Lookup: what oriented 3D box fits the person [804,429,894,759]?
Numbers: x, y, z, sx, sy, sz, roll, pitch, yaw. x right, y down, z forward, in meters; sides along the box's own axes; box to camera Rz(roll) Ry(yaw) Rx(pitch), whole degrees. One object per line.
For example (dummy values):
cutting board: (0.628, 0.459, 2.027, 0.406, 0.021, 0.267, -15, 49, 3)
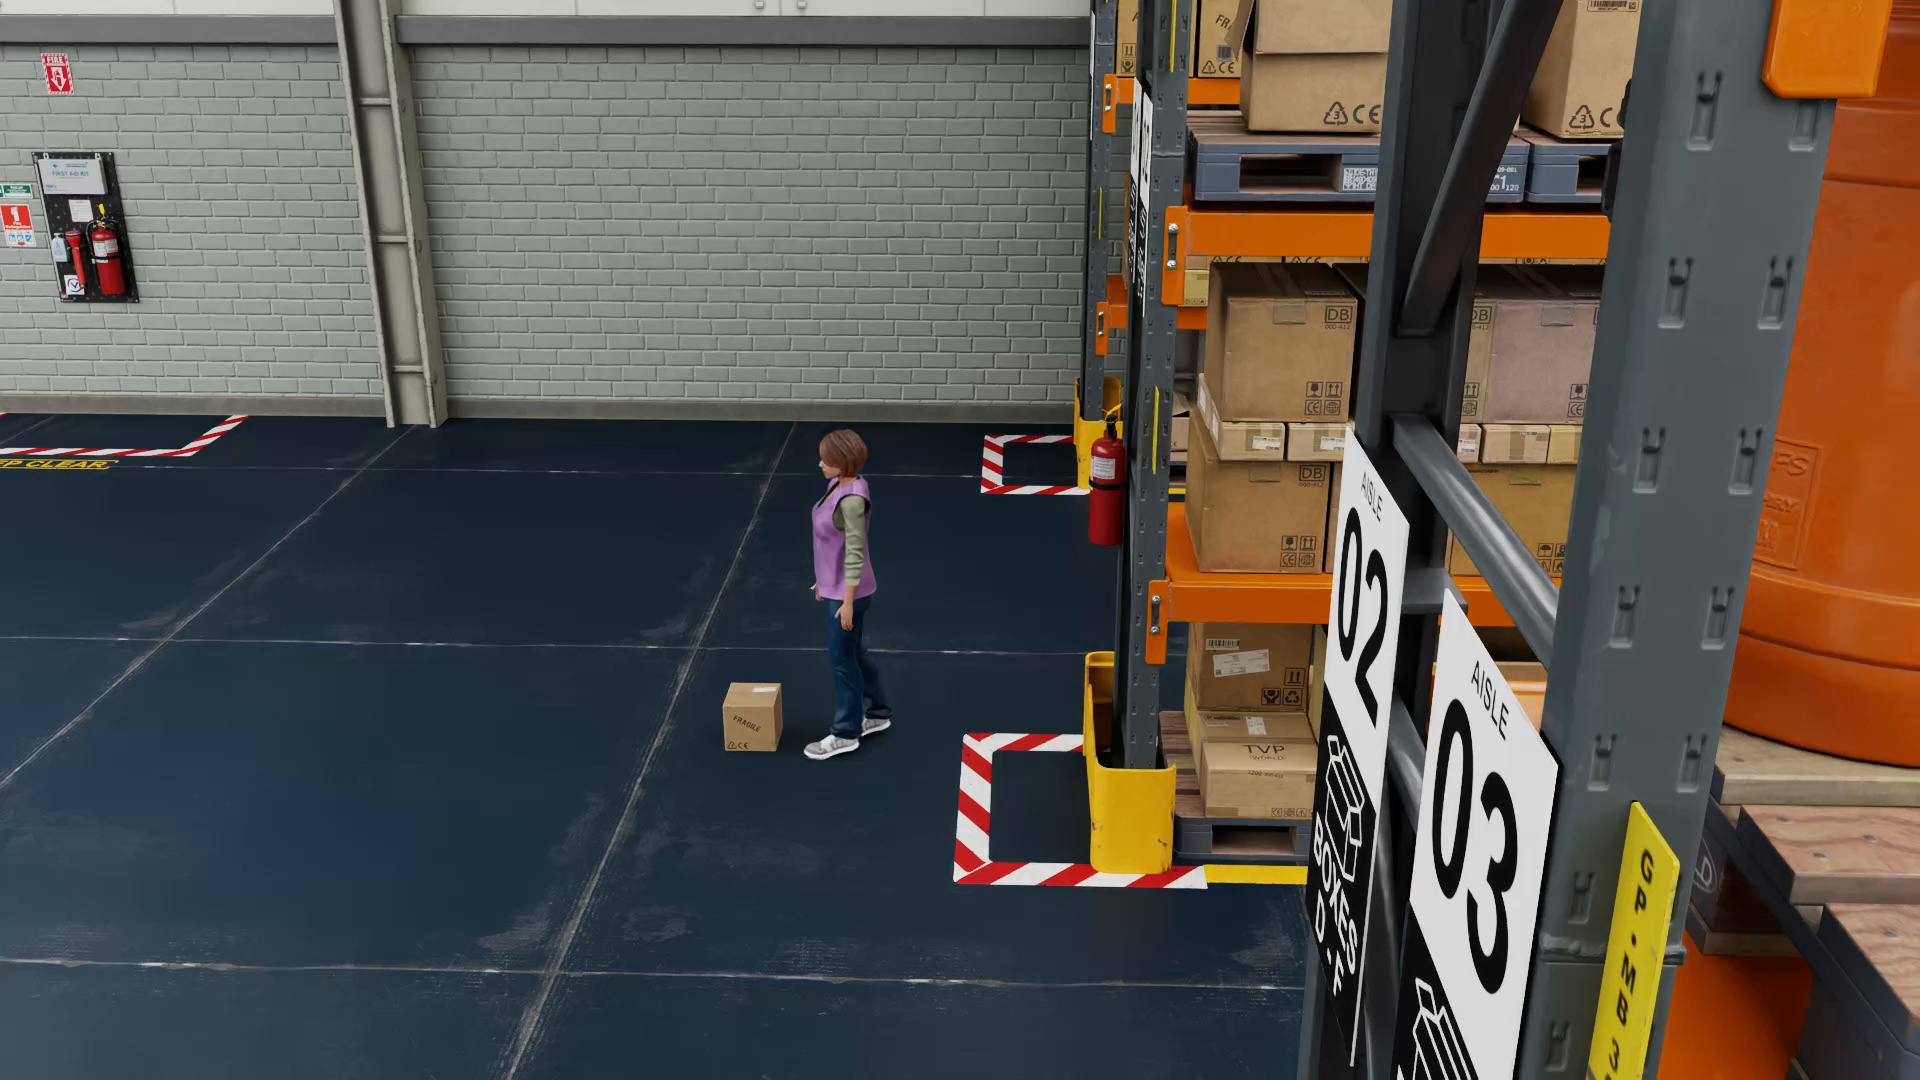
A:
person: (-0.547, 0.252, 7.928, 0.460, 1.612, 0.430, -3, 21, -8)
